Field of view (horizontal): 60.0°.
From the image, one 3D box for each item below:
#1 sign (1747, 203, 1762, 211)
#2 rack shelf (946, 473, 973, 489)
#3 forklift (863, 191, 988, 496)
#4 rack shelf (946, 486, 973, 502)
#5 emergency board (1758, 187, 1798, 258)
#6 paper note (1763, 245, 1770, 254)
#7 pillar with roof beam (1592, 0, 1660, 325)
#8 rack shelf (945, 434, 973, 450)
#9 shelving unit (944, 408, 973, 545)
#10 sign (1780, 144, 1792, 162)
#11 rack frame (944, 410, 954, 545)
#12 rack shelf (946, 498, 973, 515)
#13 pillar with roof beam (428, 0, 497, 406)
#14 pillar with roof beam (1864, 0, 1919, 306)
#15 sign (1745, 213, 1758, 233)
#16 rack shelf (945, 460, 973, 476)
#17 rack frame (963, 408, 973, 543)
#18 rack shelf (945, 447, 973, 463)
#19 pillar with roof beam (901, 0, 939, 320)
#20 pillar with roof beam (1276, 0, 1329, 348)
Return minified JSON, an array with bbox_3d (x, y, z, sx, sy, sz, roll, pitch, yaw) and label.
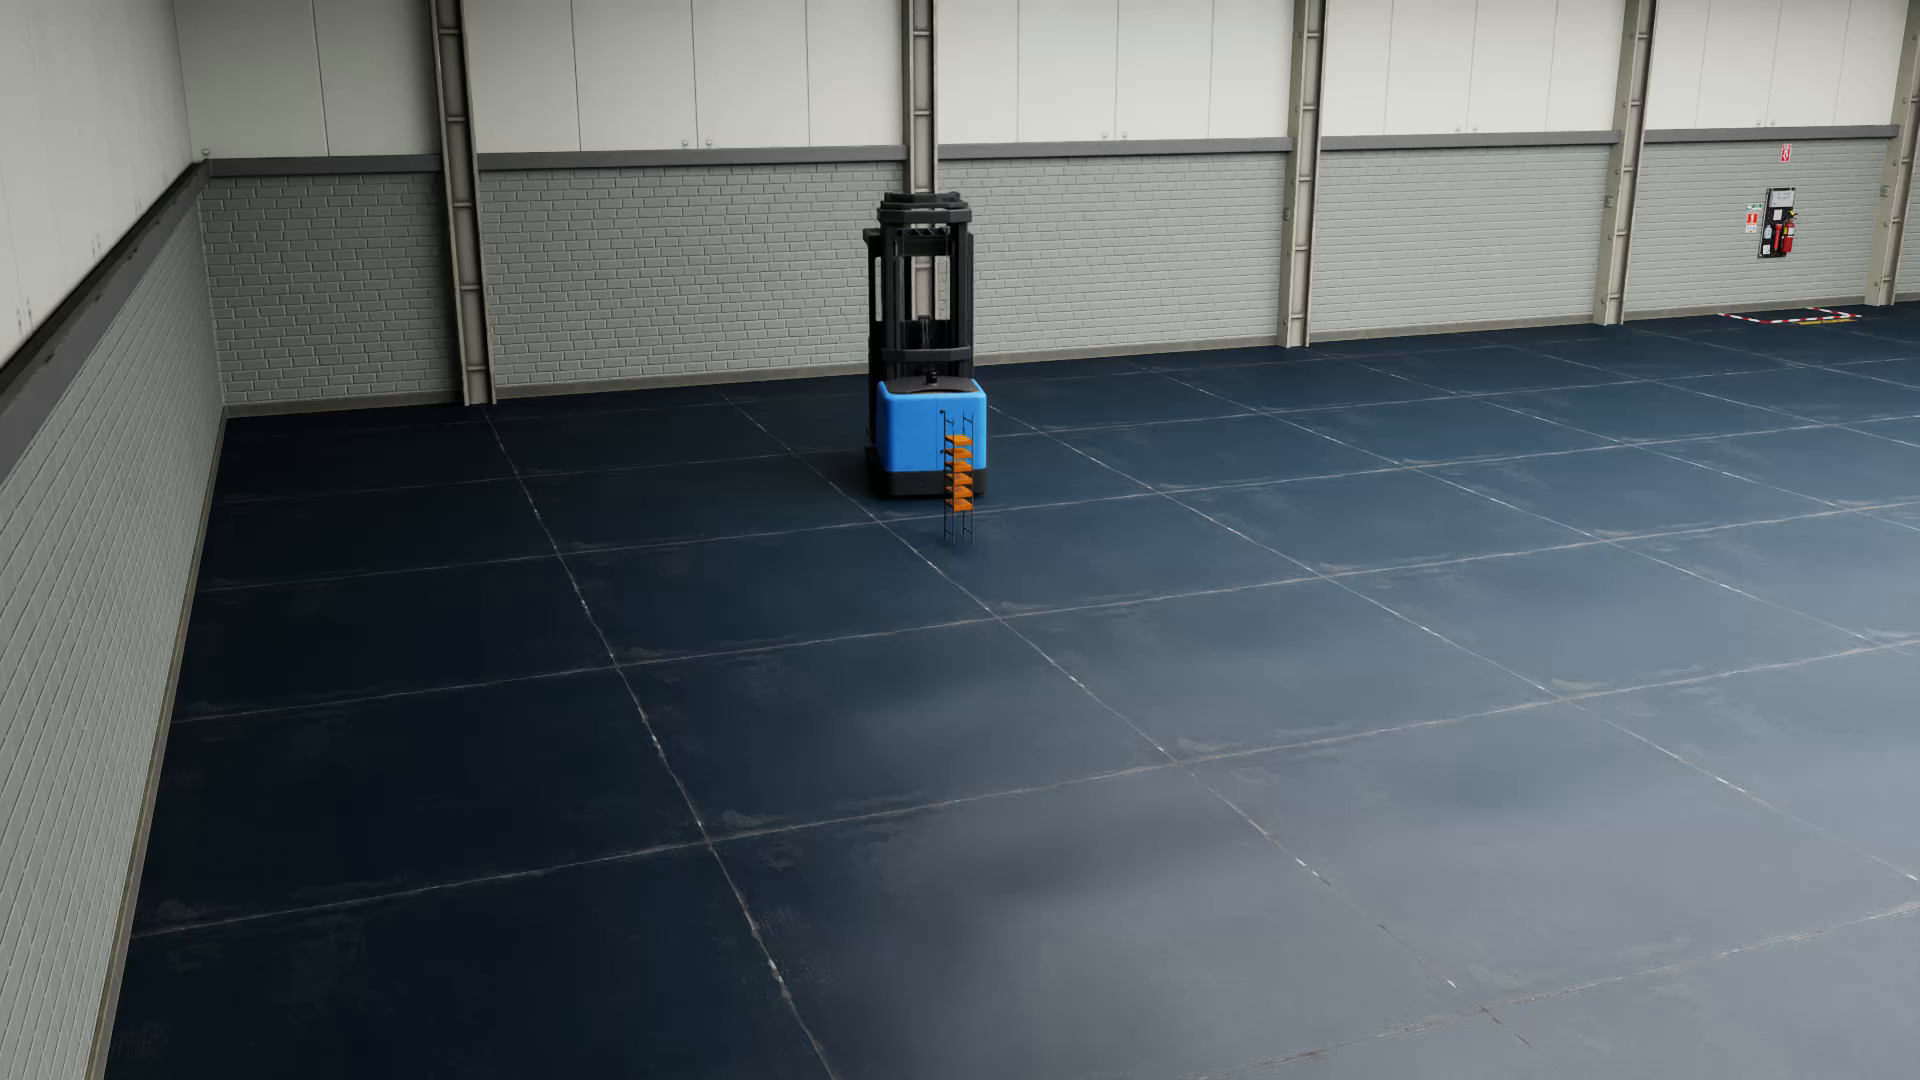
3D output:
[{"bbox_3d":[13.405,-5.619,28.055,0.331,0.109,0.001,-6,17,-20],"label":"sign"},{"bbox_3d":[-0.014,-0.532,15.088,0.180,0.103,0.258,-6,17,-20],"label":"rack shelf"},{"bbox_3d":[-0.437,-2.216,17.593,1.130,2.935,3.031,-2,17,-8],"label":"forklift"},{"bbox_3d":[-0.014,-0.416,15.122,0.180,0.103,0.258,-6,17,-20],"label":"rack shelf"},{"bbox_3d":[13.951,-5.378,28.239,0.643,1.169,0.194,-6,17,-20],"label":"emergency board"},{"bbox_3d":[13.761,-4.955,28.364,0.142,0.148,0.016,-6,17,-20],"label":"paper note"},{"bbox_3d":[12.210,-6.758,22.291,0.400,9.000,9.100,-6,17,-20],"label":"pillar with roof beam"},{"bbox_3d":[-0.014,-0.877,14.987,0.180,0.103,0.258,-6,17,-20],"label":"rack shelf"},{"bbox_3d":[-0.014,-0.574,15.076,0.189,1.200,0.258,-6,17,-20],"label":"shelving unit"},{"bbox_3d":[13.908,-6.515,27.999,0.199,0.298,0.001,-6,17,-20],"label":"sign"},{"bbox_3d":[-0.099,-0.565,15.045,0.006,1.200,0.240,-6,17,-20],"label":"rack frame"},{"bbox_3d":[-0.014,-0.301,15.156,0.180,0.103,0.258,-6,17,-20],"label":"rack shelf"},{"bbox_3d":[-4.598,-4.943,16.111,0.400,9.000,9.100,-6,17,-20],"label":"pillar with roof beam"},{"bbox_3d":[17.813,-7.363,24.351,0.400,9.000,9.100,-6,17,-20],"label":"pillar with roof beam"},{"bbox_3d":[13.398,-5.366,28.137,0.234,0.329,0.001,-6,17,-20],"label":"sign"},{"bbox_3d":[-0.014,-0.647,15.055,0.180,0.103,0.258,-6,17,-20],"label":"rack shelf"},{"bbox_3d":[0.072,-0.583,15.107,0.006,1.200,0.240,-6,17,-20],"label":"rack frame"},{"bbox_3d":[-0.014,-0.762,15.021,0.180,0.103,0.258,-6,17,-20],"label":"rack shelf"},{"bbox_3d":[1.004,-5.548,18.171,0.400,9.000,9.100,-6,17,-20],"label":"pillar with roof beam"},{"bbox_3d":[6.607,-6.153,20.231,0.400,9.000,9.100,-6,17,-20],"label":"pillar with roof beam"}]
